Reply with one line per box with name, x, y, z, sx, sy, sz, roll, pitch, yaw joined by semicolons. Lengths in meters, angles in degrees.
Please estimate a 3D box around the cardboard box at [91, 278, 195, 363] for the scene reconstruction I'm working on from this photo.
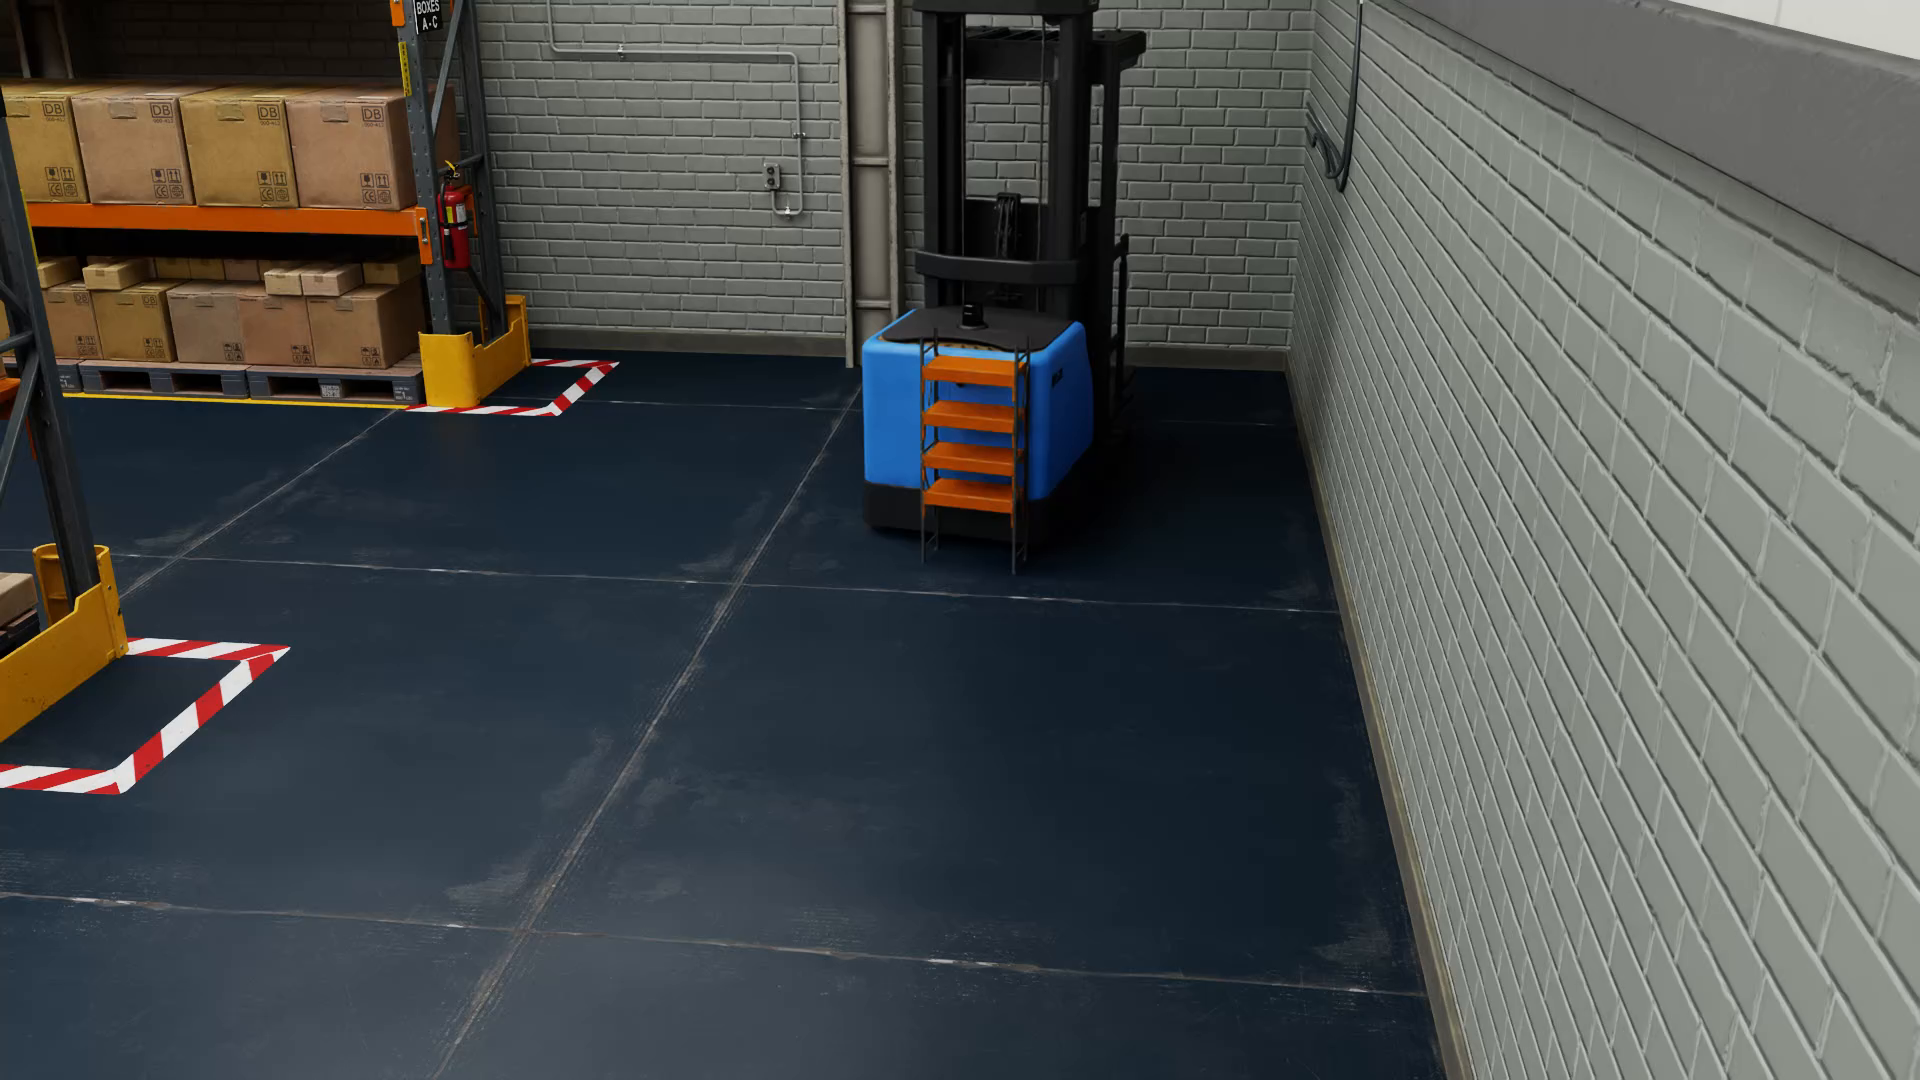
cardboard box;-5.634;-1.591;11.714;0.500;0.500;0.700;3;22;8

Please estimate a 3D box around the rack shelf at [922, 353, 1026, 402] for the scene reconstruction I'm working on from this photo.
rack shelf;0.076;-0.813;8.296;0.480;0.148;0.258;7;23;16

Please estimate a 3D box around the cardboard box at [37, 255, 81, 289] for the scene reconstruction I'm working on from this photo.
cardboard box;-6.323;-1.857;11.505;0.250;0.149;0.380;3;22;8

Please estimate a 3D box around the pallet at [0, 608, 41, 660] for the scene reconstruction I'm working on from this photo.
pallet;-4.847;0.567;7.219;1.213;0.211;1.003;2;22;6

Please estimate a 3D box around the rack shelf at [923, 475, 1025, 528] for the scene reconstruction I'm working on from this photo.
rack shelf;0.076;-0.200;8.538;0.480;0.148;0.258;7;23;16

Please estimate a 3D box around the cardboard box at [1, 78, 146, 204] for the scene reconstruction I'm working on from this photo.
cardboard box;-6.112;-2.751;11.410;0.700;0.700;0.980;2;22;5

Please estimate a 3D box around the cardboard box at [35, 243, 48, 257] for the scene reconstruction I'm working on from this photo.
cardboard box;-6.763;-2.018;11.910;0.250;0.149;0.380;2;22;6

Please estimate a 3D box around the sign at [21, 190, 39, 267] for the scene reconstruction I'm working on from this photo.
sign;-3.916;-1.293;6.953;0.005;0.325;0.100;2;22;6

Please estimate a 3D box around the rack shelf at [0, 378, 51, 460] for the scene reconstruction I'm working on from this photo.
rack shelf;-5.966;-0.444;6.962;4.000;0.370;1.077;2;22;6

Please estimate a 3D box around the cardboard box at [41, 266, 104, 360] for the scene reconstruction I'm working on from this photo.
cardboard box;-6.144;-1.614;11.772;0.500;0.500;0.700;2;22;6

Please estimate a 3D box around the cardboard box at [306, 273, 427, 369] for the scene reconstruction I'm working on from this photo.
cardboard box;-4.107;-1.528;11.553;0.500;0.500;0.700;2;22;6

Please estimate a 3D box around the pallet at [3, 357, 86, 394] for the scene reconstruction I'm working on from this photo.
pallet;-6.627;-1.316;11.981;1.213;0.211;1.003;2;22;6

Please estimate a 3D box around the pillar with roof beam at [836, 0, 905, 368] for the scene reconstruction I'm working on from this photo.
pillar with roof beam;-1.124;-3.918;6.611;0.400;9.000;9.100;2;22;6

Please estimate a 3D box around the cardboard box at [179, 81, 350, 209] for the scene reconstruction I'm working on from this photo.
cardboard box;-4.632;-2.686;11.247;0.700;0.700;0.980;2;22;6

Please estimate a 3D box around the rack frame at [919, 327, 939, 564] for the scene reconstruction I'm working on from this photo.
rack frame;-0.157;-0.475;8.509;0.015;1.200;0.240;7;23;16

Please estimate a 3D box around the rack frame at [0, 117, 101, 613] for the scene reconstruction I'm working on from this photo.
rack frame;-3.980;-0.692;6.611;0.127;3.000;1.000;2;22;6

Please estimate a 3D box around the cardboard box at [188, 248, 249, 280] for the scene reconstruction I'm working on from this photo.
cardboard box;-5.219;-1.951;11.742;0.250;0.149;0.380;3;22;7

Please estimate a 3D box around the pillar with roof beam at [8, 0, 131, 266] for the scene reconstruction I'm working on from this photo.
pillar with roof beam;-7.082;-4.178;7.268;0.400;9.000;9.100;2;22;6

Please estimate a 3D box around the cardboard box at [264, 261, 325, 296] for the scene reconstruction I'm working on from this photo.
cardboard box;-4.510;-1.779;11.307;0.250;0.149;0.380;3;22;8

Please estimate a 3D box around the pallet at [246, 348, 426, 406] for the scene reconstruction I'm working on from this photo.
pallet;-4.204;-1.210;11.714;1.213;0.211;1.003;2;22;6

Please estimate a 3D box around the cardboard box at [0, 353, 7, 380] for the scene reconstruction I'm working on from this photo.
cardboard box;-4.389;-0.854;6.885;0.500;0.500;0.500;3;22;7

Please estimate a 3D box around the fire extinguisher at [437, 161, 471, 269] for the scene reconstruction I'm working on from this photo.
fire extinguisher;-3.305;-2.117;10.826;0.183;0.674;0.296;2;22;6

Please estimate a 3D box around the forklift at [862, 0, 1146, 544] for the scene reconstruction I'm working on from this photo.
forklift;0.415;-1.854;9.642;1.130;2.935;3.031;7;23;17

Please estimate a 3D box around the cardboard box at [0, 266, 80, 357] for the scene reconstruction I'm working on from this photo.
cardboard box;-6.642;-1.637;11.830;0.500;0.500;0.700;3;22;7

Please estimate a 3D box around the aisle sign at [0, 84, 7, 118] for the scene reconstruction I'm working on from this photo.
aisle sign;-3.877;-2.006;6.397;0.004;0.787;0.394;2;22;6

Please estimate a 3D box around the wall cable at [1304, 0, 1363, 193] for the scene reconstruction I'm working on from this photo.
wall cable;2.174;-3.472;9.705;0.112;2.526;3.097;2;22;6

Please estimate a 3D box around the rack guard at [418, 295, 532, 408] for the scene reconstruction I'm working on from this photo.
rack guard;-3.377;-1.338;11.643;0.348;0.500;1.175;2;22;6

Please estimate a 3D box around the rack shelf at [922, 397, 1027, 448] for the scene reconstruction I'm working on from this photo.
rack shelf;0.076;-0.593;8.382;0.480;0.148;0.258;7;23;16

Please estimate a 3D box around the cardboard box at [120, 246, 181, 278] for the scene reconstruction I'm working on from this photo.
cardboard box;-5.727;-1.973;11.797;0.250;0.149;0.380;3;22;7

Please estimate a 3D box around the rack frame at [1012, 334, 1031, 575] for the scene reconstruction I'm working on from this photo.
rack frame;0.308;-0.420;8.371;0.015;1.200;0.240;7;23;16

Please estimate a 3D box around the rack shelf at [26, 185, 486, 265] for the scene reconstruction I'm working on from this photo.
rack shelf;-5.387;-2.253;11.537;4.000;0.370;1.077;2;22;6

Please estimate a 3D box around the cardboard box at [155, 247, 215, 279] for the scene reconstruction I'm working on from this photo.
cardboard box;-5.470;-1.962;11.770;0.250;0.149;0.380;2;22;5

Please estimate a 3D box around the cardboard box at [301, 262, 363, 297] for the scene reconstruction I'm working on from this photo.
cardboard box;-4.256;-1.768;11.279;0.250;0.149;0.380;2;22;6

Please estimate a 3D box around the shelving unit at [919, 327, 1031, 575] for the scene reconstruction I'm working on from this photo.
shelving unit;0.076;-0.448;8.440;0.503;1.200;0.258;7;23;16

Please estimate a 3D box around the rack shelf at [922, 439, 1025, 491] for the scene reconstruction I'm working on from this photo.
rack shelf;0.076;-0.385;8.465;0.480;0.148;0.258;7;23;16

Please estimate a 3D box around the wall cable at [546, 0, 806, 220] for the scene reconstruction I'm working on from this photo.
wall cable;-2.018;-3.264;11.733;1.851;1.984;0.084;2;22;6

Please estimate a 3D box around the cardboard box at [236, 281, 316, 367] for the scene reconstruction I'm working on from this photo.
cardboard box;-4.604;-1.549;11.608;0.500;0.500;0.700;2;22;6

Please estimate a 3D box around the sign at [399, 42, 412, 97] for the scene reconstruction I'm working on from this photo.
sign;-3.478;-2.952;10.430;0.005;0.325;0.100;2;22;6

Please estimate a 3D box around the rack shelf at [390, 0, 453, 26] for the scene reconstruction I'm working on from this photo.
rack shelf;-5.387;-3.648;10.986;4.000;0.370;1.077;2;22;6

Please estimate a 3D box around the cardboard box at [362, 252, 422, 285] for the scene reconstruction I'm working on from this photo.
cardboard box;-3.960;-1.897;11.605;0.250;0.149;0.380;3;22;7

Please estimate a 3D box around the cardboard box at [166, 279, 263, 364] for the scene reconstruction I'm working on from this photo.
cardboard box;-5.104;-1.571;11.662;0.500;0.500;0.700;2;22;5

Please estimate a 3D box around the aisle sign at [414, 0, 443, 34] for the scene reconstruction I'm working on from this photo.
aisle sign;-3.364;-3.597;10.423;0.004;0.787;0.394;2;22;6

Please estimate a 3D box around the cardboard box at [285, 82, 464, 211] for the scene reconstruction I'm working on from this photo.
cardboard box;-3.908;-2.659;11.178;0.700;0.700;0.980;3;22;9

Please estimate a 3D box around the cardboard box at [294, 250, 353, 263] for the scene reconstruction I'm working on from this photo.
cardboard box;-4.463;-1.919;11.659;0.250;0.149;0.380;3;22;6

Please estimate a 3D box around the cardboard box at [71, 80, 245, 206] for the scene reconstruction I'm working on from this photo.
cardboard box;-5.388;-2.723;11.339;0.700;0.700;0.980;1;22;4

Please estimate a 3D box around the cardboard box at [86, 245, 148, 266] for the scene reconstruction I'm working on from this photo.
cardboard box;-5.977;-1.984;11.826;0.250;0.149;0.380;2;22;5

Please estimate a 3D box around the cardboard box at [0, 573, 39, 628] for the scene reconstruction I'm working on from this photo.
cardboard box;-4.355;0.285;7.418;0.250;0.149;0.380;2;22;6

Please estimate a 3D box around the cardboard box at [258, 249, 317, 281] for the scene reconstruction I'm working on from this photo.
cardboard box;-4.711;-1.930;11.687;0.250;0.149;0.380;3;22;7

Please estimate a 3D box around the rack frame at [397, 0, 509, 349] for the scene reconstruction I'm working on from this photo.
rack frame;-3.400;-2.501;11.186;0.127;3.000;1.000;2;22;6

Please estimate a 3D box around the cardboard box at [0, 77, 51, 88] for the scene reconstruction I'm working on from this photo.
cardboard box;-6.836;-2.784;11.495;0.700;0.700;0.980;3;22;7

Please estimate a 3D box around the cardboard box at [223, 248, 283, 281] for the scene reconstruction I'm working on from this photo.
cardboard box;-4.964;-1.940;11.714;0.250;0.149;0.380;3;22;7

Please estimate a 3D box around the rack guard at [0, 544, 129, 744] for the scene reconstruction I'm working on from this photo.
rack guard;-4.055;0.467;7.079;0.348;0.500;1.175;2;22;6

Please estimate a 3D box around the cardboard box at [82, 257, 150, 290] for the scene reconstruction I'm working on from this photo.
cardboard box;-5.805;-1.835;11.448;0.250;0.149;0.380;2;22;5

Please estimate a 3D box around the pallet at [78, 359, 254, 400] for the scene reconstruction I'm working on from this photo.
pallet;-5.412;-1.264;11.850;1.213;0.211;1.003;2;22;6
